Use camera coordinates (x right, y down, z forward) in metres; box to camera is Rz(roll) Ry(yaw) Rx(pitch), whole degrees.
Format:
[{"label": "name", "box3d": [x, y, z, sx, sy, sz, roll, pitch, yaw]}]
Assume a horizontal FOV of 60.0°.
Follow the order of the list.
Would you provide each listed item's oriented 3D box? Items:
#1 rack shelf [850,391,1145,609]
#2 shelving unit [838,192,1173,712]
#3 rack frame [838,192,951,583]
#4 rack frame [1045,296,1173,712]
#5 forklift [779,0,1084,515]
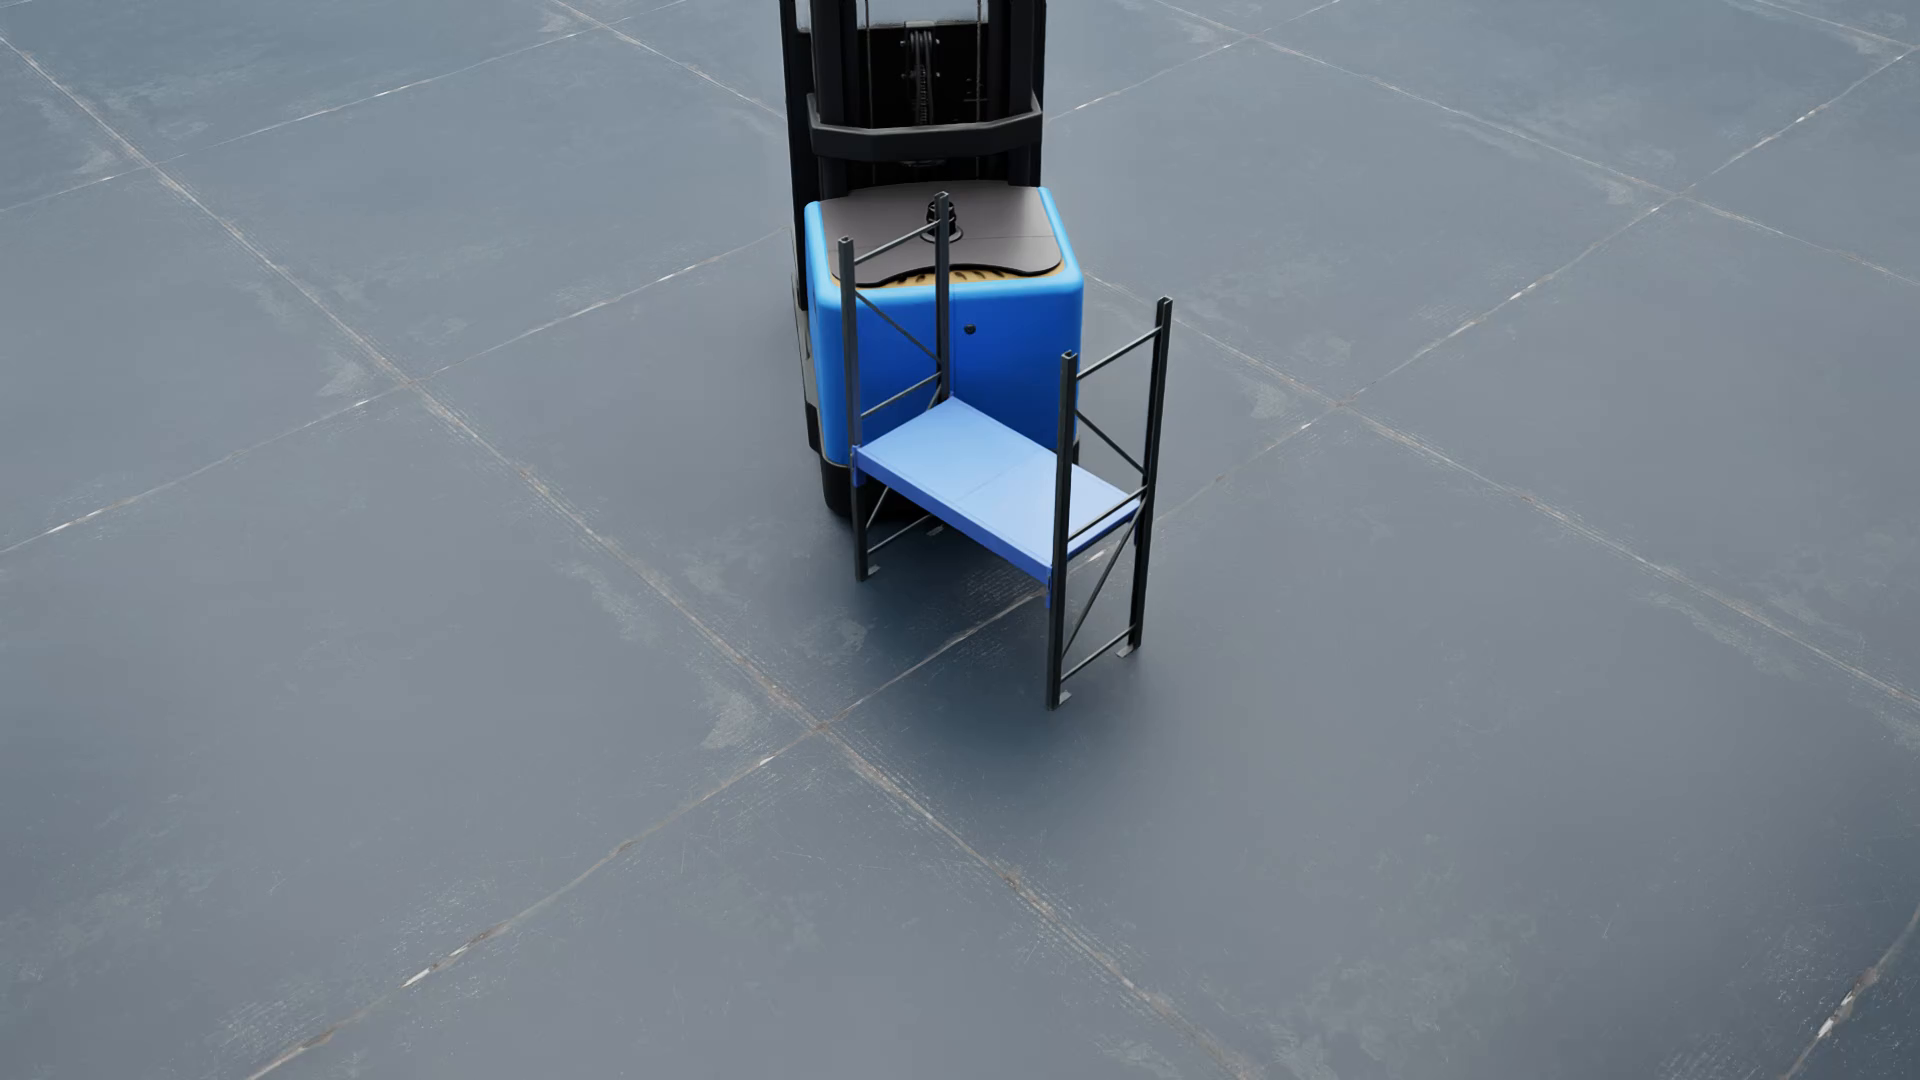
[{"label": "rack shelf", "box3d": [0.134, -0.168, 6.051, 1.000, 0.185, 0.538, 32, 49, 33]}, {"label": "shelving unit", "box3d": [0.134, -0.308, 5.938, 1.048, 1.500, 0.538, 32, 49, 33]}, {"label": "rack frame", "box3d": [-0.225, -0.534, 6.218, 0.032, 1.500, 0.500, 32, 49, 33]}, {"label": "rack frame", "box3d": [0.494, -0.083, 5.659, 0.032, 1.500, 0.500, 32, 49, 33]}, {"label": "forklift", "box3d": [-0.225, -2.165, 7.099, 1.130, 2.935, 3.031, -5, 39, -6]}]
